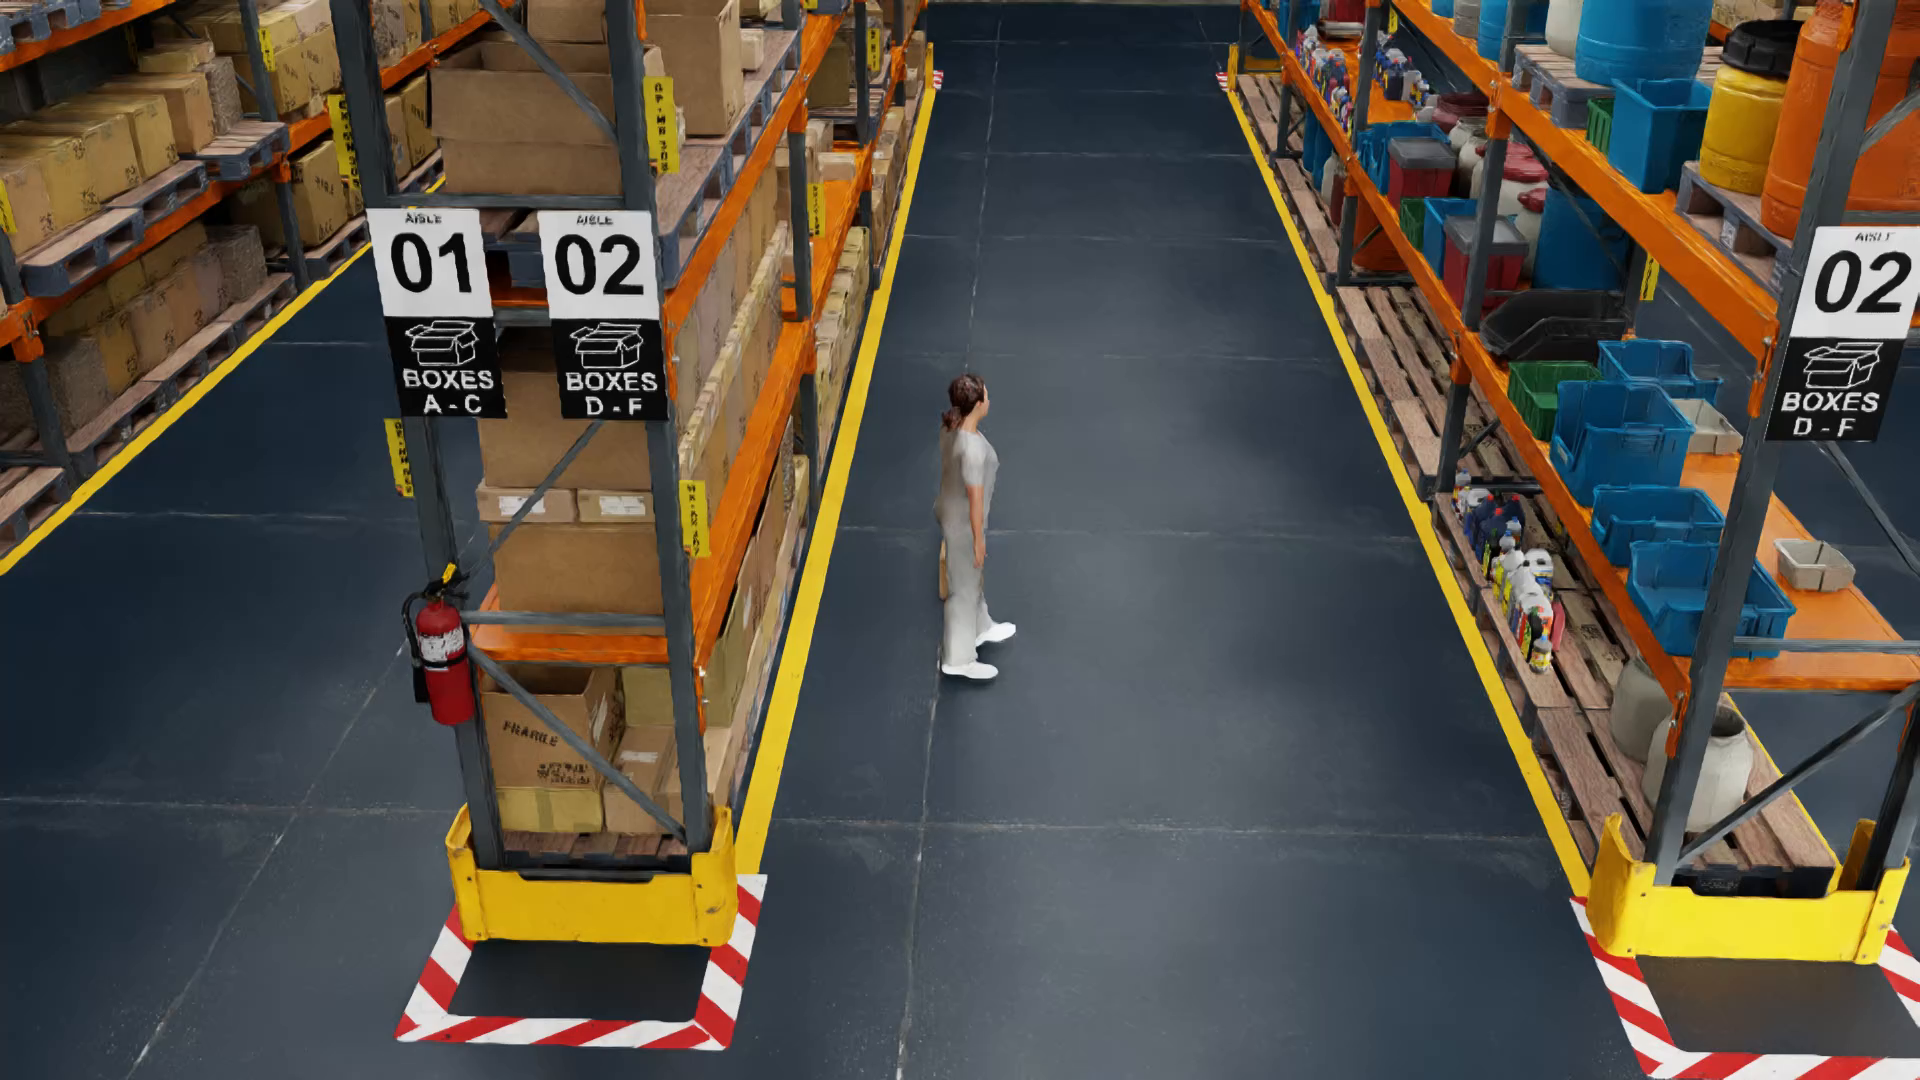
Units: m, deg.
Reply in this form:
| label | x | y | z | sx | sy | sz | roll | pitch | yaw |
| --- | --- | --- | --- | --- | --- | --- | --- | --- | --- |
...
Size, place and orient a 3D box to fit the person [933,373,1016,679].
| label | x | y | z | sx | sy | sz | roll | pitch | yaw |
| --- | --- | --- | --- | --- | --- | --- | --- | --- | --- |
| person | 0.111 | -0.091 | 8.749 | 0.498 | 1.678 | 0.508 | -9 | 29 | -16 |
